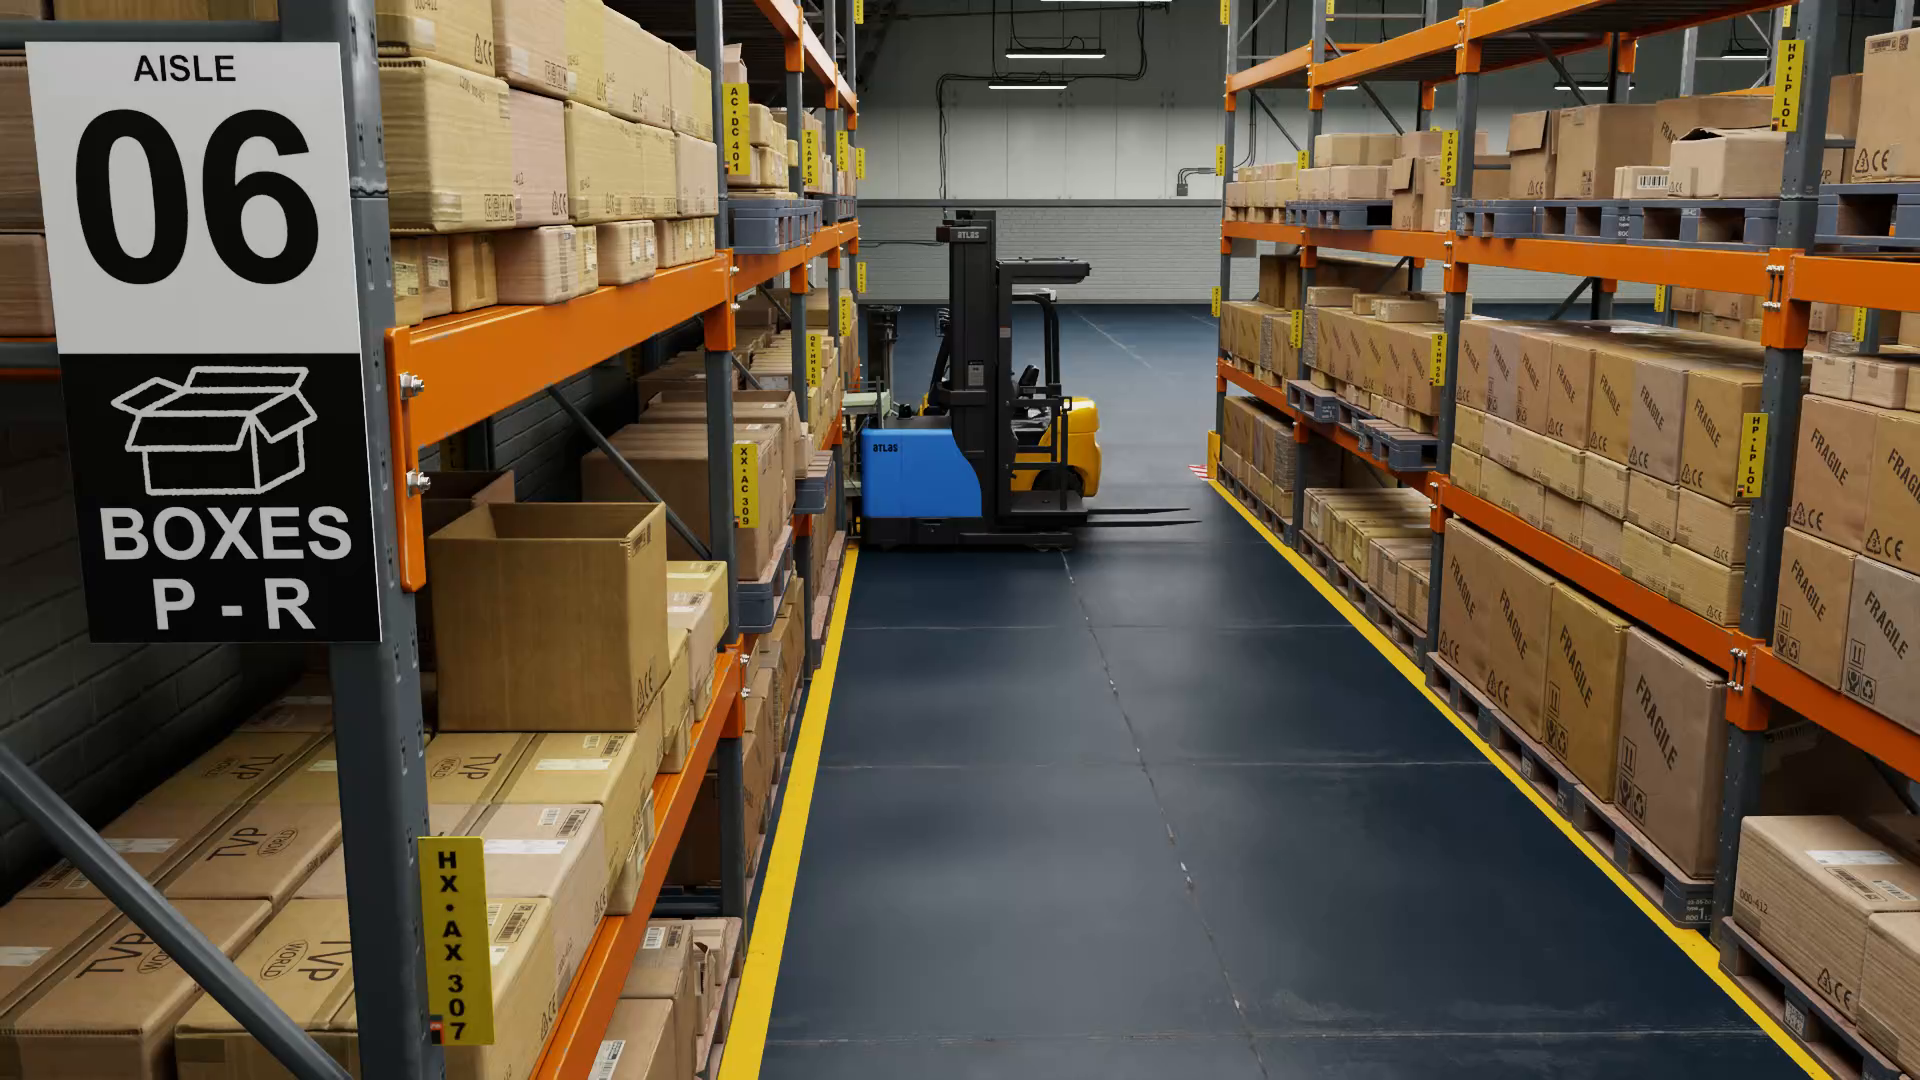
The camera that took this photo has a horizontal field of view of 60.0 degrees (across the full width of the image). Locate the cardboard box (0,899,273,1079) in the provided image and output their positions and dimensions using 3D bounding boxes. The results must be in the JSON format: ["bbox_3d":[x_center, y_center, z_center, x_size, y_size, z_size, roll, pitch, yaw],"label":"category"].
[{"bbox_3d":[-1.557,0.853,2.940,0.500,0.250,0.500,0,11,1],"label":"cardboard box"}]

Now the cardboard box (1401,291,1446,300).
[{"bbox_3d":[3.695,-1.882,13.103,0.380,0.149,0.250,-1,11,-3],"label":"cardboard box"}]

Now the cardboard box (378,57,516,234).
[{"bbox_3d":[-1.018,-0.616,2.637,0.500,0.250,0.500,0,11,-2],"label":"cardboard box"}]

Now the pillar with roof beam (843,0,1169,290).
[{"bbox_3d":[1.184,-10.944,46.371,9.100,9.000,0.548,0,11,-1],"label":"pillar with roof beam"}]

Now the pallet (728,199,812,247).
[{"bbox_3d":[-1.333,-1.494,7.806,1.213,0.211,1.003,0,11,-1],"label":"pallet"}]

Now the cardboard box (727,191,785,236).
[{"bbox_3d":[-1.173,-1.671,8.584,0.500,0.250,0.500,0,11,-1],"label":"cardboard box"}]

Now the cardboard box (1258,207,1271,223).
[{"bbox_3d":[3.108,-3.157,16.162,0.380,0.149,0.250,-1,11,-3],"label":"cardboard box"}]

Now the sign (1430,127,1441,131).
[{"bbox_3d":[3.987,-3.310,13.997,0.100,0.325,0.005,0,11,-1],"label":"sign"}]

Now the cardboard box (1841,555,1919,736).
[{"bbox_3d":[3.352,0.345,5.565,0.500,0.500,0.500,0,11,-1],"label":"cardboard box"}]

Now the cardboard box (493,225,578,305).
[{"bbox_3d":[-0.979,-0.549,3.307,0.380,0.149,0.250,0,11,0],"label":"cardboard box"}]

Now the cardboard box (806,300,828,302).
[{"bbox_3d":[-1.285,-2.153,15.494,0.380,0.149,0.250,0,11,-2],"label":"cardboard box"}]

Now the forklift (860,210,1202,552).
[{"bbox_3d":[0.624,-1.440,14.787,3.031,2.935,1.130,0,11,-2],"label":"forklift"}]

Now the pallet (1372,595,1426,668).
[{"bbox_3d":[3.500,0.615,11.495,1.003,0.211,1.213,0,11,-1],"label":"pallet"}]

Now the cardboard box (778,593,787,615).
[{"bbox_3d":[-1.186,0.330,9.486,0.380,0.149,0.250,-1,11,-3],"label":"cardboard box"}]

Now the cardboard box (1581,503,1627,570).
[{"bbox_3d":[3.335,-0.017,7.976,0.500,0.250,0.500,-1,11,-3],"label":"cardboard box"}]

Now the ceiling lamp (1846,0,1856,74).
[{"bbox_3d":[23.494,-13.128,42.455,2.000,3.185,0.800,0,11,-1],"label":"ceiling lamp"}]

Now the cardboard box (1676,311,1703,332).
[{"bbox_3d":[8.349,-2.227,18.112,0.875,0.550,0.550,0,11,-1],"label":"cardboard box"}]

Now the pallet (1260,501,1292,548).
[{"bbox_3d":[3.383,-0.158,15.306,1.003,0.211,1.213,0,11,-1],"label":"pallet"}]

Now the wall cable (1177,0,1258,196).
[{"bbox_3d":[7.633,-13.220,49.036,2.305,6.003,0.169,0,11,-1],"label":"wall cable"}]

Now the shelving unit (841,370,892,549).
[{"bbox_3d":[-0.836,-0.729,14.809,0.431,1.500,0.755,-2,10,3],"label":"shelving unit"}]

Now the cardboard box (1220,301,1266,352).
[{"bbox_3d":[3.082,-2.286,17.781,0.500,0.500,0.500,0,11,-2],"label":"cardboard box"}]

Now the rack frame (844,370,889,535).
[{"bbox_3d":[-0.817,-0.794,15.169,0.400,1.500,0.023,-2,10,3],"label":"rack frame"}]

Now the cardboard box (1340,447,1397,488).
[{"bbox_3d":[3.690,-0.735,15.112,0.500,0.500,0.500,0,11,2],"label":"cardboard box"}]

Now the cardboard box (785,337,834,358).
[{"bbox_3d":[-1.187,-1.518,13.114,0.380,0.149,0.250,-1,11,-3],"label":"cardboard box"}]

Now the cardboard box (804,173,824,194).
[{"bbox_3d":[-1.188,-2.601,12.115,0.380,0.149,0.250,0,11,-2],"label":"cardboard box"}]

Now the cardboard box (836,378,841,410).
[{"bbox_3d":[-1.258,-1.197,13.794,0.500,0.250,0.500,0,11,0],"label":"cardboard box"}]

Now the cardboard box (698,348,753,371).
[{"bbox_3d":[-1.708,-1.311,12.092,0.380,0.149,0.250,0,11,0],"label":"cardboard box"}]

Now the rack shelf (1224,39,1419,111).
[{"bbox_3d":[3.391,-4.375,15.806,1.077,0.370,4.000,0,11,-1],"label":"rack shelf"}]

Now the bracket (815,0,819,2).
[{"bbox_3d":[-2.331,-8.519,25.366,0.076,0.066,4.783,0,11,-1],"label":"bracket"}]

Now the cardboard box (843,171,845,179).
[{"bbox_3d":[-1.257,-3.325,15.391,0.396,0.266,0.258,-1,11,-2],"label":"cardboard box"}]

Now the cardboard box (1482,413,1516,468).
[{"bbox_3d":[3.288,-0.563,9.409,0.500,0.250,0.500,0,11,0],"label":"cardboard box"}]

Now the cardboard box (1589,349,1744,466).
[{"bbox_3d":[3.328,-0.631,7.860,0.500,0.500,0.500,0,11,1],"label":"cardboard box"}]

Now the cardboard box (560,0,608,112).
[{"bbox_3d":[-1.056,-1.062,3.577,0.500,0.250,0.500,0,11,-2],"label":"cardboard box"}]

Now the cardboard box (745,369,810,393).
[{"bbox_3d":[-1.160,-1.006,10.592,0.380,0.149,0.250,0,11,1],"label":"cardboard box"}]

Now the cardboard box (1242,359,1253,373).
[{"bbox_3d":[3.092,-1.790,16.968,0.380,0.149,0.250,0,11,0],"label":"cardboard box"}]

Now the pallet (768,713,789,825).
[{"bbox_3d":[-1.448,1.182,8.700,1.003,0.211,1.213,0,11,-1],"label":"pallet"}]

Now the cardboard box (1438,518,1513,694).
[{"bbox_3d":[3.446,0.377,9.943,0.875,0.875,0.875,0,11,-2],"label":"cardboard box"}]

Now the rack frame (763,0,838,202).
[{"bbox_3d":[-1.530,-4.310,13.671,1.000,3.000,0.127,0,11,-1],"label":"rack frame"}]

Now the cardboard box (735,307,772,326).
[{"bbox_3d":[-1.839,-1.945,14.470,0.380,0.149,0.250,0,11,-1],"label":"cardboard box"}]

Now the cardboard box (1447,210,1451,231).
[{"bbox_3d":[3.298,-2.005,10.483,0.380,0.149,0.250,0,11,-1],"label":"cardboard box"}]

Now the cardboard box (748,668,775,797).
[{"bbox_3d":[-1.177,0.937,8.124,0.500,0.500,0.500,-1,11,-3],"label":"cardboard box"}]

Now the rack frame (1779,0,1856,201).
[{"bbox_3d":[3.597,-2.741,5.936,1.000,3.000,0.127,0,11,-1],"label":"rack frame"}]

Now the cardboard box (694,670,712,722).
[{"bbox_3d":[-1.049,0.509,5.637,0.380,0.149,0.250,0,11,0],"label":"cardboard box"}]

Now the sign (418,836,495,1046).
[{"bbox_3d":[-0.740,0.589,2.434,0.100,0.325,0.005,0,11,-1],"label":"sign"}]

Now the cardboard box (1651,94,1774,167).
[{"bbox_3d":[3.841,-1.972,8.381,0.500,0.500,0.500,0,11,-1],"label":"cardboard box"}]

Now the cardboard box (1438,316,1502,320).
[{"bbox_3d":[3.699,-1.395,12.337,0.500,0.500,0.500,-1,11,-3],"label":"cardboard box"}]

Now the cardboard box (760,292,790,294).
[{"bbox_3d":[-1.838,-2.456,16.991,0.380,0.149,0.250,0,11,-1],"label":"cardboard box"}]

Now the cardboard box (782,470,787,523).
[{"bbox_3d":[-1.010,-0.197,7.769,0.396,0.266,0.258,0,11,2],"label":"cardboard box"}]

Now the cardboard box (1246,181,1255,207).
[{"bbox_3d":[3.130,-3.425,16.480,0.500,0.250,0.500,0,11,1],"label":"cardboard box"}]

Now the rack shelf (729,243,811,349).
[{"bbox_3d":[-1.406,-1.295,8.161,1.077,0.370,4.000,0,11,-1],"label":"rack shelf"}]

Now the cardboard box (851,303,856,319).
[{"bbox_3d":[-1.291,-2.413,17.528,0.380,0.149,0.250,0,11,0],"label":"cardboard box"}]

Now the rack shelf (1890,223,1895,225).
[{"bbox_3d":[8.338,-2.947,16.304,1.077,0.370,4.000,0,11,-1],"label":"rack shelf"}]

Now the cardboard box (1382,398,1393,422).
[{"bbox_3d":[3.148,-0.896,11.506,0.380,0.149,0.250,-1,11,-4],"label":"cardboard box"}]

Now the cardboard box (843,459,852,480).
[{"bbox_3d":[-1.232,-0.571,14.929,0.500,0.250,0.500,0,11,-1],"label":"cardboard box"}]

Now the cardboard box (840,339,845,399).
[{"bbox_3d":[-1.279,-1.508,14.697,0.500,0.500,0.500,-1,11,-3],"label":"cardboard box"}]
